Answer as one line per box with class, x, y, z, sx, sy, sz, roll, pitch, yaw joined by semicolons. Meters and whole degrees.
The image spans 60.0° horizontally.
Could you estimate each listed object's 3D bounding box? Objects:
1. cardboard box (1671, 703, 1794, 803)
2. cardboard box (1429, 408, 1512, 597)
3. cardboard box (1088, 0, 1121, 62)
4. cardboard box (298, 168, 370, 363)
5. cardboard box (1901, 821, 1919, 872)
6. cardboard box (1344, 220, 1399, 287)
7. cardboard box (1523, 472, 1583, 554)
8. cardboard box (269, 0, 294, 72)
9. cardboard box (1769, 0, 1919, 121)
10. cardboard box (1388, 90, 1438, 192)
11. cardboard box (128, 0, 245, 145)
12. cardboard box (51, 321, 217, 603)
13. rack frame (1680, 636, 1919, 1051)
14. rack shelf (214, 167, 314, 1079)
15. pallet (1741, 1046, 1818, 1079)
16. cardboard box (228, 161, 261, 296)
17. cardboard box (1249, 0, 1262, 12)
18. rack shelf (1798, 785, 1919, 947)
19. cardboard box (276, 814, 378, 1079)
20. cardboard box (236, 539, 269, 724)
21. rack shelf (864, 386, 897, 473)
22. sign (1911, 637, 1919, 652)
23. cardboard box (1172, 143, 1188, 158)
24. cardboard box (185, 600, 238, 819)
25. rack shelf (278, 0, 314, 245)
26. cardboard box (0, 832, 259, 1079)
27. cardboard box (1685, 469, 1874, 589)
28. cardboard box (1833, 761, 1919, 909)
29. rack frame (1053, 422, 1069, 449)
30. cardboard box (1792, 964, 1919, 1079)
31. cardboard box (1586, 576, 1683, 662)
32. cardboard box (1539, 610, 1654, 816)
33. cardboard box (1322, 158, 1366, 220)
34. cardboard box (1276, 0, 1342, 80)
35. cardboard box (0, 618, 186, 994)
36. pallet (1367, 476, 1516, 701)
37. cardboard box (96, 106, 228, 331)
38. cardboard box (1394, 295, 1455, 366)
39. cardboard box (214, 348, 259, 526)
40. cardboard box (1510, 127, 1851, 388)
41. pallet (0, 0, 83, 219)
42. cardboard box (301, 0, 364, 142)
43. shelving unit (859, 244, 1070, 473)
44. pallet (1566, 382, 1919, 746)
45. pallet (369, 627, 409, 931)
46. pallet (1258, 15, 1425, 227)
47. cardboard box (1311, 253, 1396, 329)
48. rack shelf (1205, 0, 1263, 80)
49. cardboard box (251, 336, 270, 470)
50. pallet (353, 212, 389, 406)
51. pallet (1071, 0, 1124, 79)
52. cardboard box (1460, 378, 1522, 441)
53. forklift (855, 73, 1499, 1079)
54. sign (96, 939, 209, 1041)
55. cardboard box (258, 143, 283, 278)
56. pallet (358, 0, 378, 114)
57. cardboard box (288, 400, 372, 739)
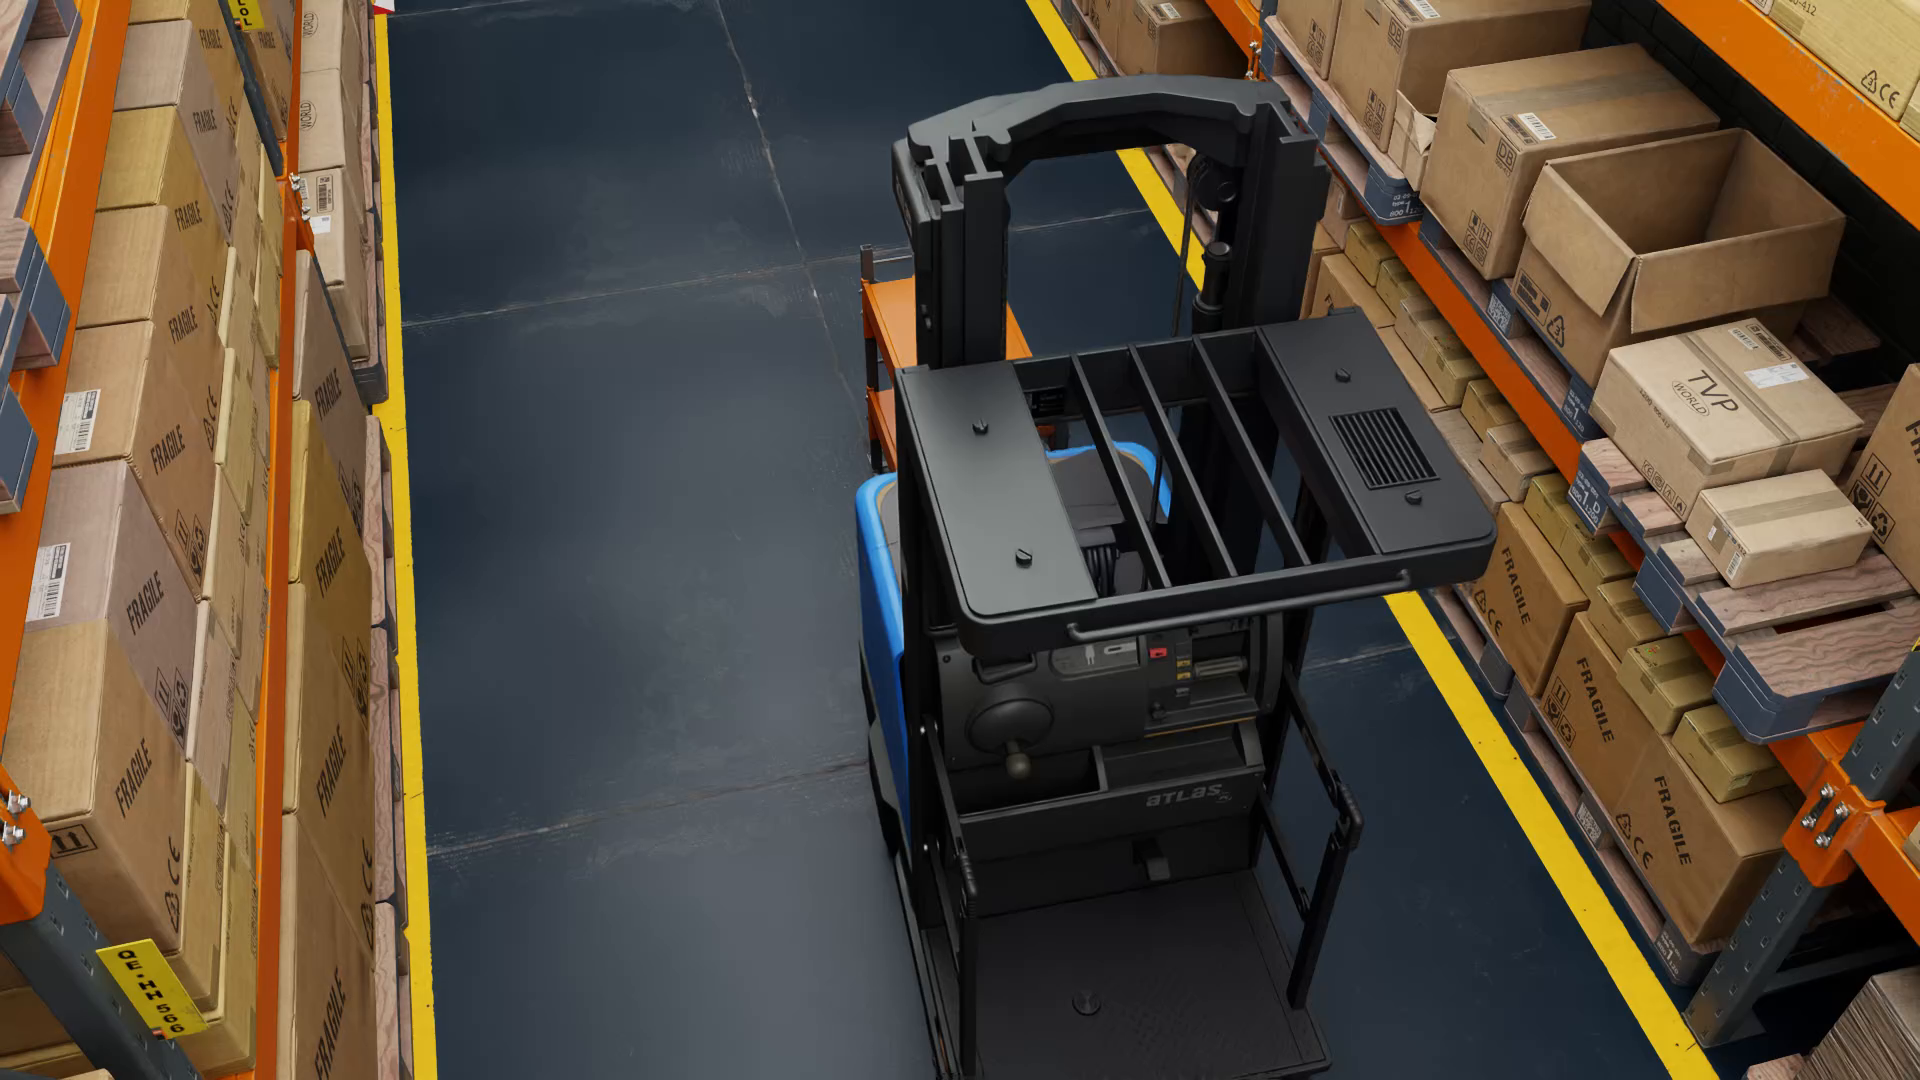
cardboard box;2.412;0.615;5.049;0.380;0.149;0.250;-13;47;-12
cardboard box;2.061;-0.179;6.281;0.500;0.500;0.500;-12;47;-12
cardboard box;1.020;-2.966;9.013;0.500;0.500;0.500;-10;46;-10
cardboard box;-3.095;-1.146;7.273;0.875;0.438;0.875;-11;47;-11
cardboard box;2.660;0.813;3.958;0.500;0.250;0.500;-11;47;-10
cardboard box;1.816;-1.203;6.831;0.380;0.149;0.250;-13;47;-12
cardboard box;2.199;-0.120;5.769;0.380;0.149;0.250;-11;47;-11
cardboard box;-3.030;-2.197;6.733;0.500;0.500;0.500;-10;47;-10
cardboard box;2.287;-1.245;3.875;0.500;0.250;0.500;-11;47;-10
cardboard box;1.744;-1.423;5.845;0.396;0.266;0.258;-9;46;-8
cardboard box;-2.681;-1.565;5.413;0.500;0.500;0.500;-9;46;-9
cardboard box;-2.158;-0.152;4.028;0.500;0.500;0.500;-9;46;-9
rack frame;2.783;0.409;4.249;1.000;3.000;0.127;-11;47;-10
rack shelf;-2.526;0.190;4.967;1.077;0.370;4.000;-11;47;-10
pallet;2.956;1.961;4.681;1.003;0.211;1.213;-11;47;-10
cardboard box;-2.555;-0.961;5.347;0.500;0.250;0.500;-10;46;-9
cardboard box;1.433;-2.439;7.216;0.380;0.149;0.250;-10;46;-10
rack shelf;3.295;2.042;3.153;1.077;0.370;4.000;-11;47;-10
cardboard box;-2.111;1.424;4.448;0.875;0.875;0.875;-11;47;-11
cardboard box;-2.174;0.273;4.487;0.500;0.250;0.500;-9;46;-9
rack shelf;-0.002;-0.227;6.527;0.538;0.278;1.000;-11;47;-10
sign;2.261;0.137;3.760;0.100;0.325;0.005;-11;47;-10
cardboard box;1.241;-2.120;8.348;0.396;0.266;0.258;-9;46;-9
cardboard box;-2.037;0.445;3.969;0.500;0.250;0.500;-10;46;-9
rack shelf;-3.550;-2.571;7.674;1.077;0.370;4.000;-11;47;-10
cardboard box;-1.896;0.988;3.787;0.500;0.250;0.500;-11;47;-11
cardboard box;2.244;-0.033;4.564;0.380;0.149;0.250;-10;46;-10
cardboard box;2.946;0.795;5.327;0.500;0.500;0.500;-9;46;-9
rack frame;0.128;-0.047;6.009;0.500;1.125;0.032;-11;47;-10
cardboard box;2.929;1.526;4.523;0.875;0.625;0.625;-9;46;-9
cardboard box;2.287;0.243;5.414;0.380;0.149;0.250;-12;47;-12
cardboard box;2.349;0.537;5.580;0.500;0.500;0.500;-11;47;-11
cardboard box;1.706;-1.489;6.903;0.380;0.149;0.250;-13;47;-12
cardboard box;1.667;-2.160;6.402;0.700;0.500;0.500;-10;46;-9
cardboard box;-1.904;0.549;3.342;0.500;0.500;0.500;-12;47;-12
pallet;2.320;0.022;6.581;1.003;0.211;1.213;-11;47;-10
cardboard box;-2.431;-0.855;4.718;0.500;0.500;0.500;-9;46;-9
cardboard box;1.927;-0.837;6.472;0.380;0.149;0.250;-11;47;-10
cardboard box;-2.269;-0.254;4.654;0.500;0.250;0.500;-10;46;-10
cardboard box;2.186;-0.867;5.133;0.797;0.503;0.637;-12;47;-11
pallet;-2.520;-0.871;3.535;1.003;0.211;1.213;-9;46;-8
cardboard box;-3.554;-2.387;8.489;0.875;0.438;0.875;-10;46;-9
shelving unit;-0.002;-0.398;6.353;0.538;1.125;1.048;-11;47;-10
pallet;2.542;0.021;4.764;1.213;0.211;1.003;-11;47;-10
pallet;-2.452;0.896;5.724;1.003;0.211;1.213;-11;47;-10
pallet;1.858;-1.714;6.464;1.003;0.211;1.213;-11;47;-10
cardboard box;1.811;-0.884;6.972;0.500;0.500;0.500;-11;47;-11
rack shelf;1.247;-3.482;8.566;1.077;0.370;4.000;-11;47;-10
cardboard box;-2.440;-0.423;5.169;0.500;0.250;0.500;-12;47;-11
pallet;-3.157;-1.006;7.588;1.003;0.211;1.213;-11;47;-10
pallet;1.268;-2.695;9.243;1.003;0.211;1.213;-11;47;-10
cardboard box;2.086;-0.484;6.126;0.380;0.149;0.250;-11;47;-10
forklift;0.448;0.477;4.230;1.130;2.935;3.031;-9;46;-8
sign;-1.492;0.836;3.075;0.100;0.325;0.005;-11;47;-10
cardboard box;-2.680;-1.126;5.859;0.500;0.250;0.500;-12;47;-11
pallet;-3.782;-2.690;9.239;1.003;0.211;1.213;-11;47;-10
cardboard box;-2.564;0.190;5.657;0.875;0.875;0.875;-9;46;-9
